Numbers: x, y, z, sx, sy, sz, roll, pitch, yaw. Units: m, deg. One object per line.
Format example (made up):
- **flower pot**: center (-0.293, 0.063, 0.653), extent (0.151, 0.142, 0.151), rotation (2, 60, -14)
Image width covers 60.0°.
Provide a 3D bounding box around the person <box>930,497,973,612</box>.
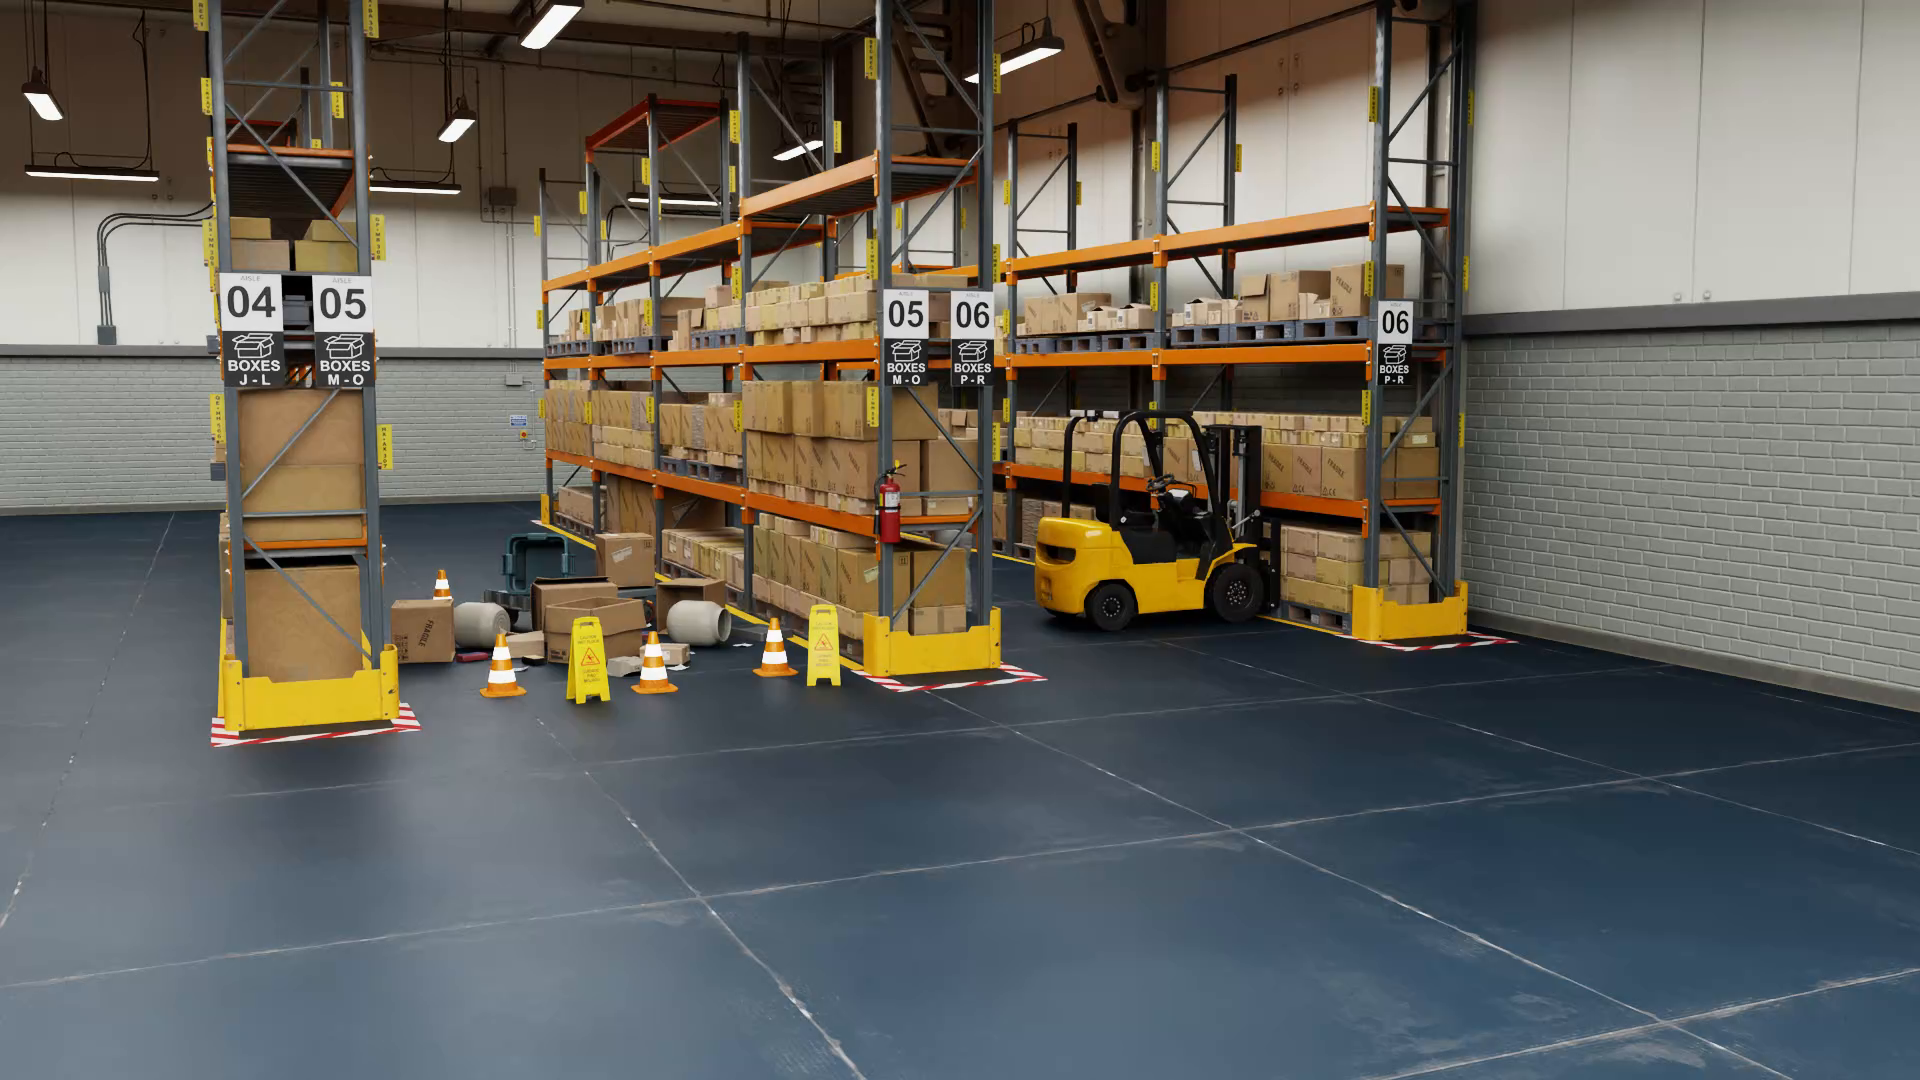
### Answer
- **person**: center (-0.103, -0.052, 17.585), extent (0.469, 1.661, 0.391), rotation (-2, 6, -23)
